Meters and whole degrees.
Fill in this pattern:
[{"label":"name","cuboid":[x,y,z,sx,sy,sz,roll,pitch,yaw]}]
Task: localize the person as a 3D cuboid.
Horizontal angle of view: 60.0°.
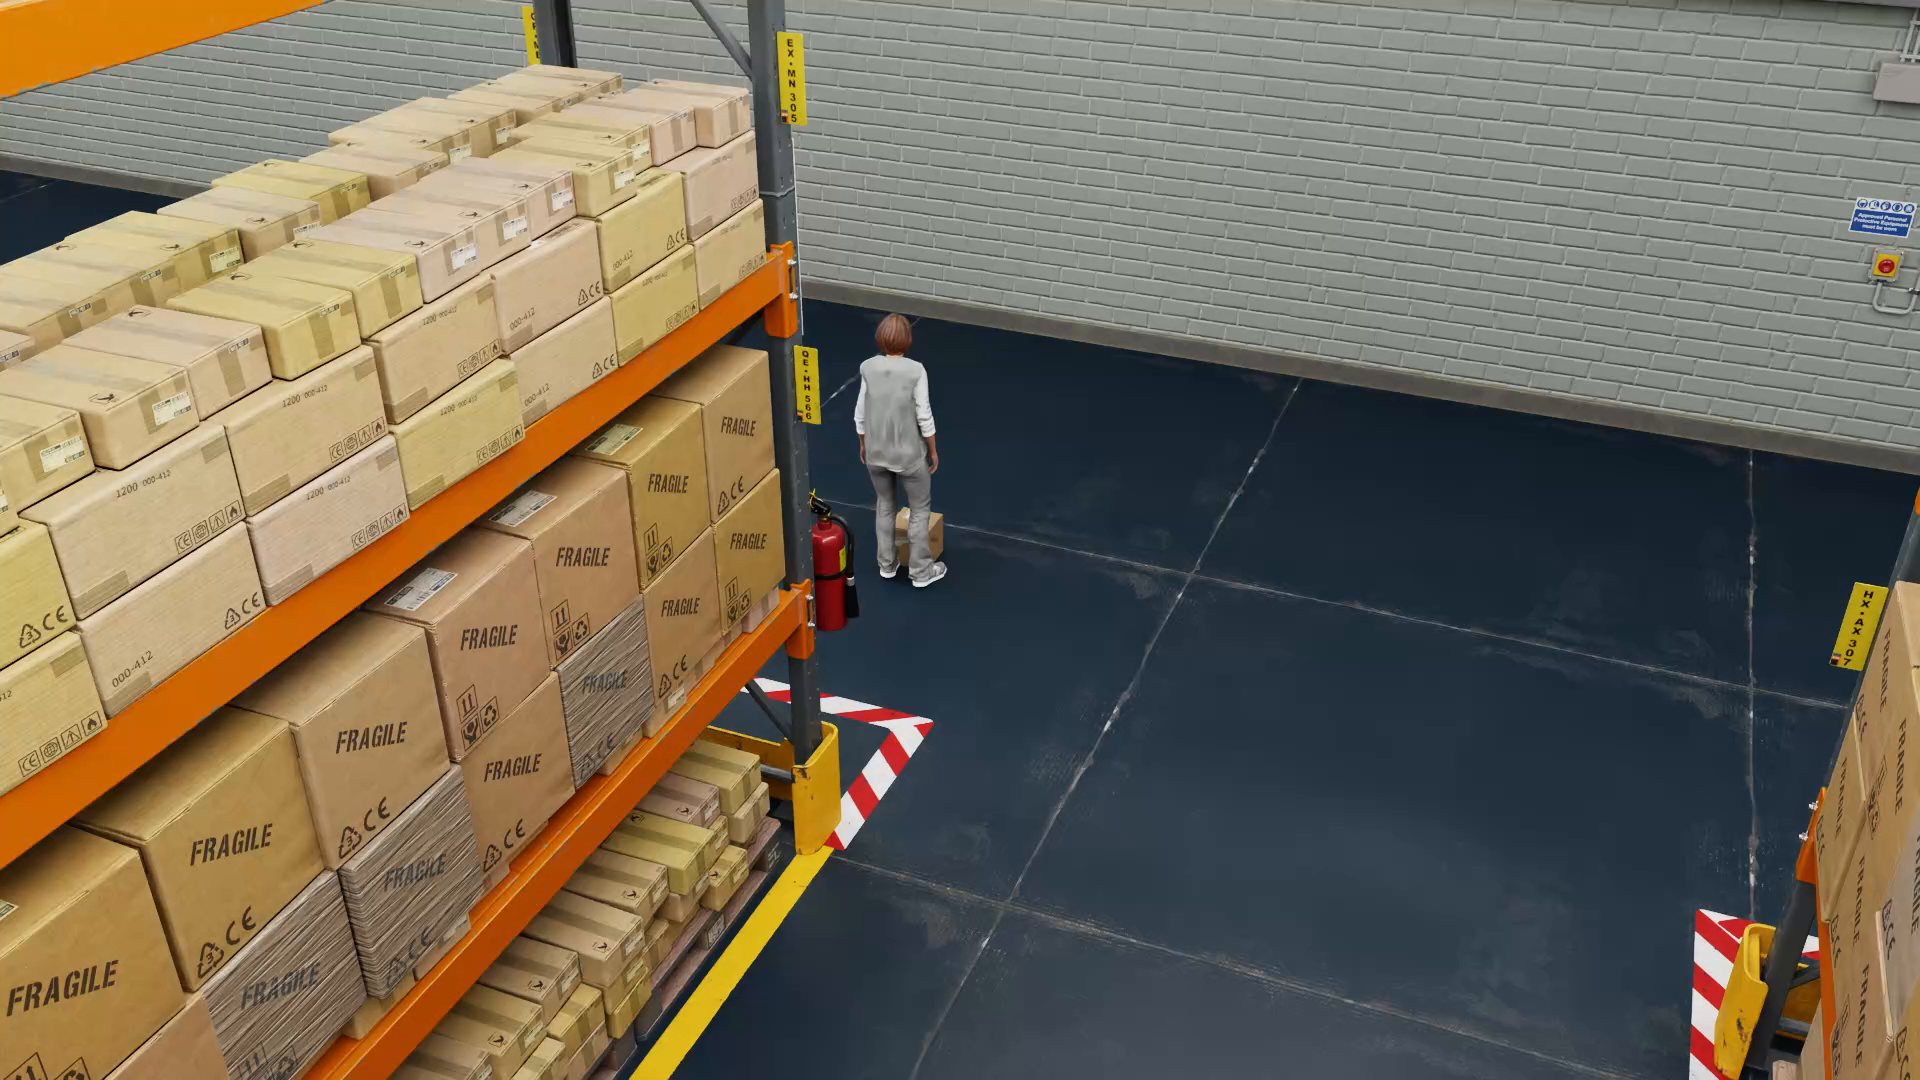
[{"label":"person","cuboid":[-0.338,-0.485,9.235,0.480,1.592,0.378,10,31,16]}]
